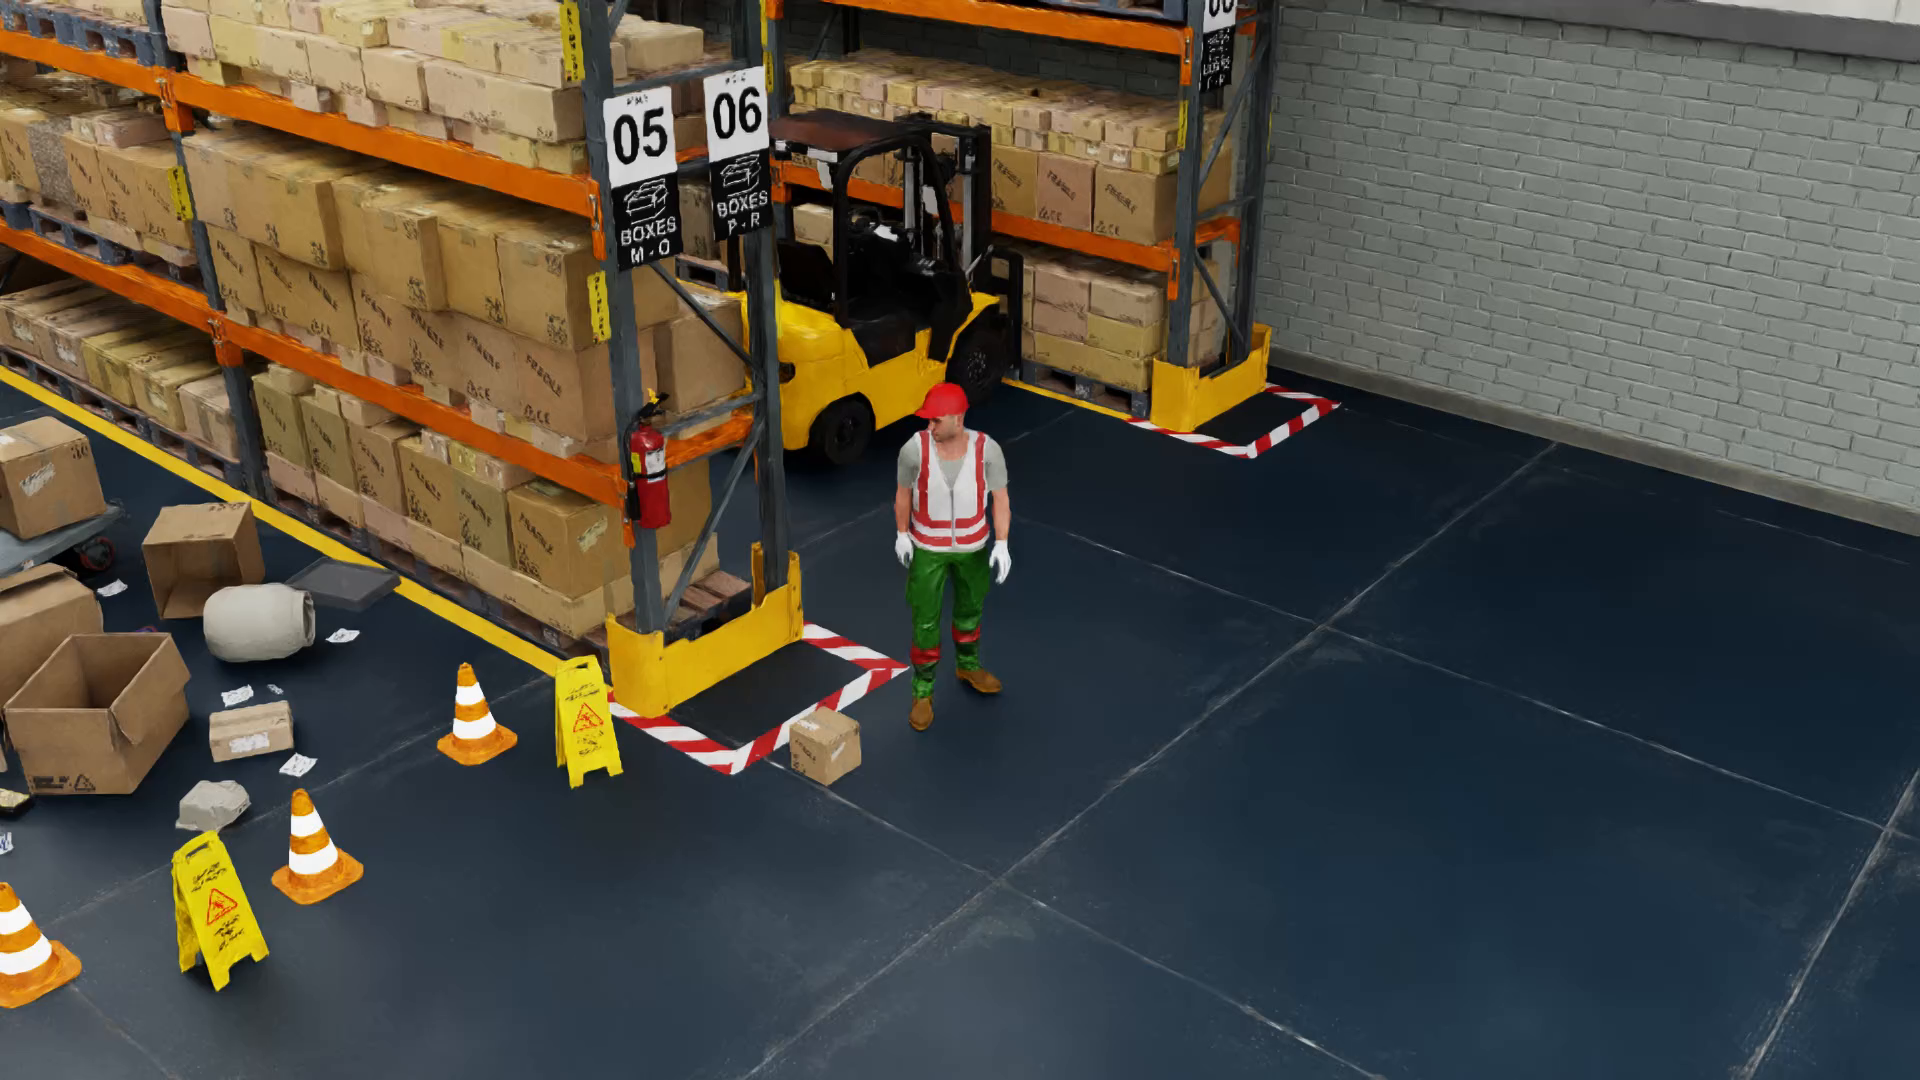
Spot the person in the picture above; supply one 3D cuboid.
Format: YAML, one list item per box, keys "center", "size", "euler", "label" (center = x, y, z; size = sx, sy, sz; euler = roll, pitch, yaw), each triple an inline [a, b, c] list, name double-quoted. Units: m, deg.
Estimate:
- center: [-0.029, 0.050, 8.445]
  size: [0.566, 1.793, 0.531]
  euler: [-5, 27, -9]
  label: "person"
